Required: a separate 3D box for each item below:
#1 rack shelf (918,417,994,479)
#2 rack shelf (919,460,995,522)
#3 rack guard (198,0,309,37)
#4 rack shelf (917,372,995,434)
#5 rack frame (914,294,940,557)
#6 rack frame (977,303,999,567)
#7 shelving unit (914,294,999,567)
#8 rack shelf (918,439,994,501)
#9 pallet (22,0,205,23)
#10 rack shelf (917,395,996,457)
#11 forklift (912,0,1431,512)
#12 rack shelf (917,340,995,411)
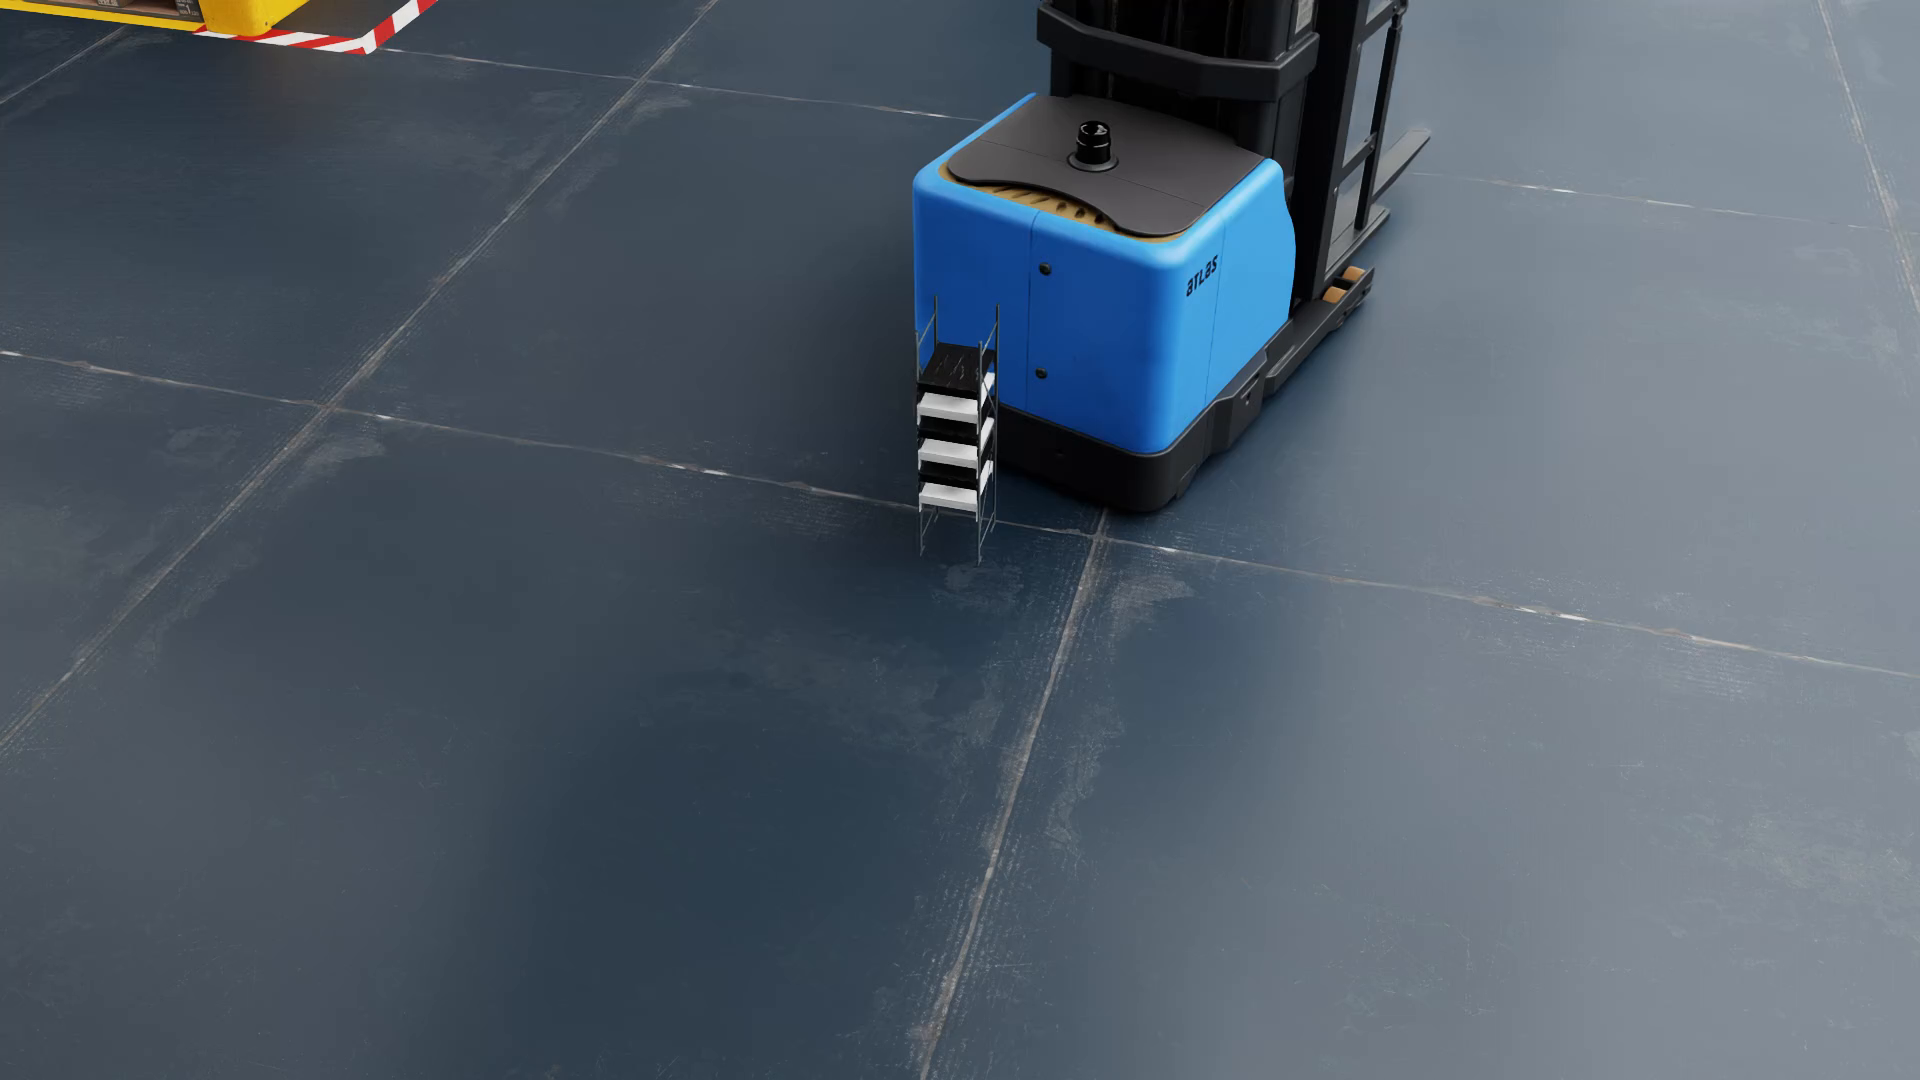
[{"bbox_3d":[-0.008,-0.320,5.484,0.200,0.077,0.258,10,41,11],"label":"rack shelf"},{"bbox_3d":[-0.008,-0.183,5.599,0.200,0.077,0.258,10,41,11],"label":"rack shelf"},{"bbox_3d":[-3.806,-3.294,9.283,0.348,0.500,1.175,10,41,11],"label":"rack guard"},{"bbox_3d":[-0.008,-0.458,5.368,0.200,0.077,0.258,10,41,11],"label":"rack shelf"},{"bbox_3d":[-0.106,-0.363,5.482,0.006,0.900,0.240,10,41,11],"label":"rack frame"},{"bbox_3d":[0.090,-0.329,5.442,0.006,0.900,0.240,10,41,11],"label":"rack frame"},{"bbox_3d":[-0.008,-0.346,5.462,0.210,0.900,0.258,10,41,11],"label":"shelving unit"},{"bbox_3d":[-0.008,-0.252,5.542,0.200,0.077,0.258,10,41,11],"label":"rack shelf"},{"bbox_3d":[-4.589,-3.321,9.541,1.213,0.211,1.003,10,41,11],"label":"pallet"},{"bbox_3d":[-0.008,-0.389,5.426,0.200,0.077,0.258,10,41,11],"label":"rack shelf"},{"bbox_3d":[1.054,-2.137,6.015,1.130,2.935,3.031,23,45,25],"label":"forklift"},{"bbox_3d":[-0.008,-0.527,5.310,0.200,0.077,0.258,10,41,11],"label":"rack shelf"}]
